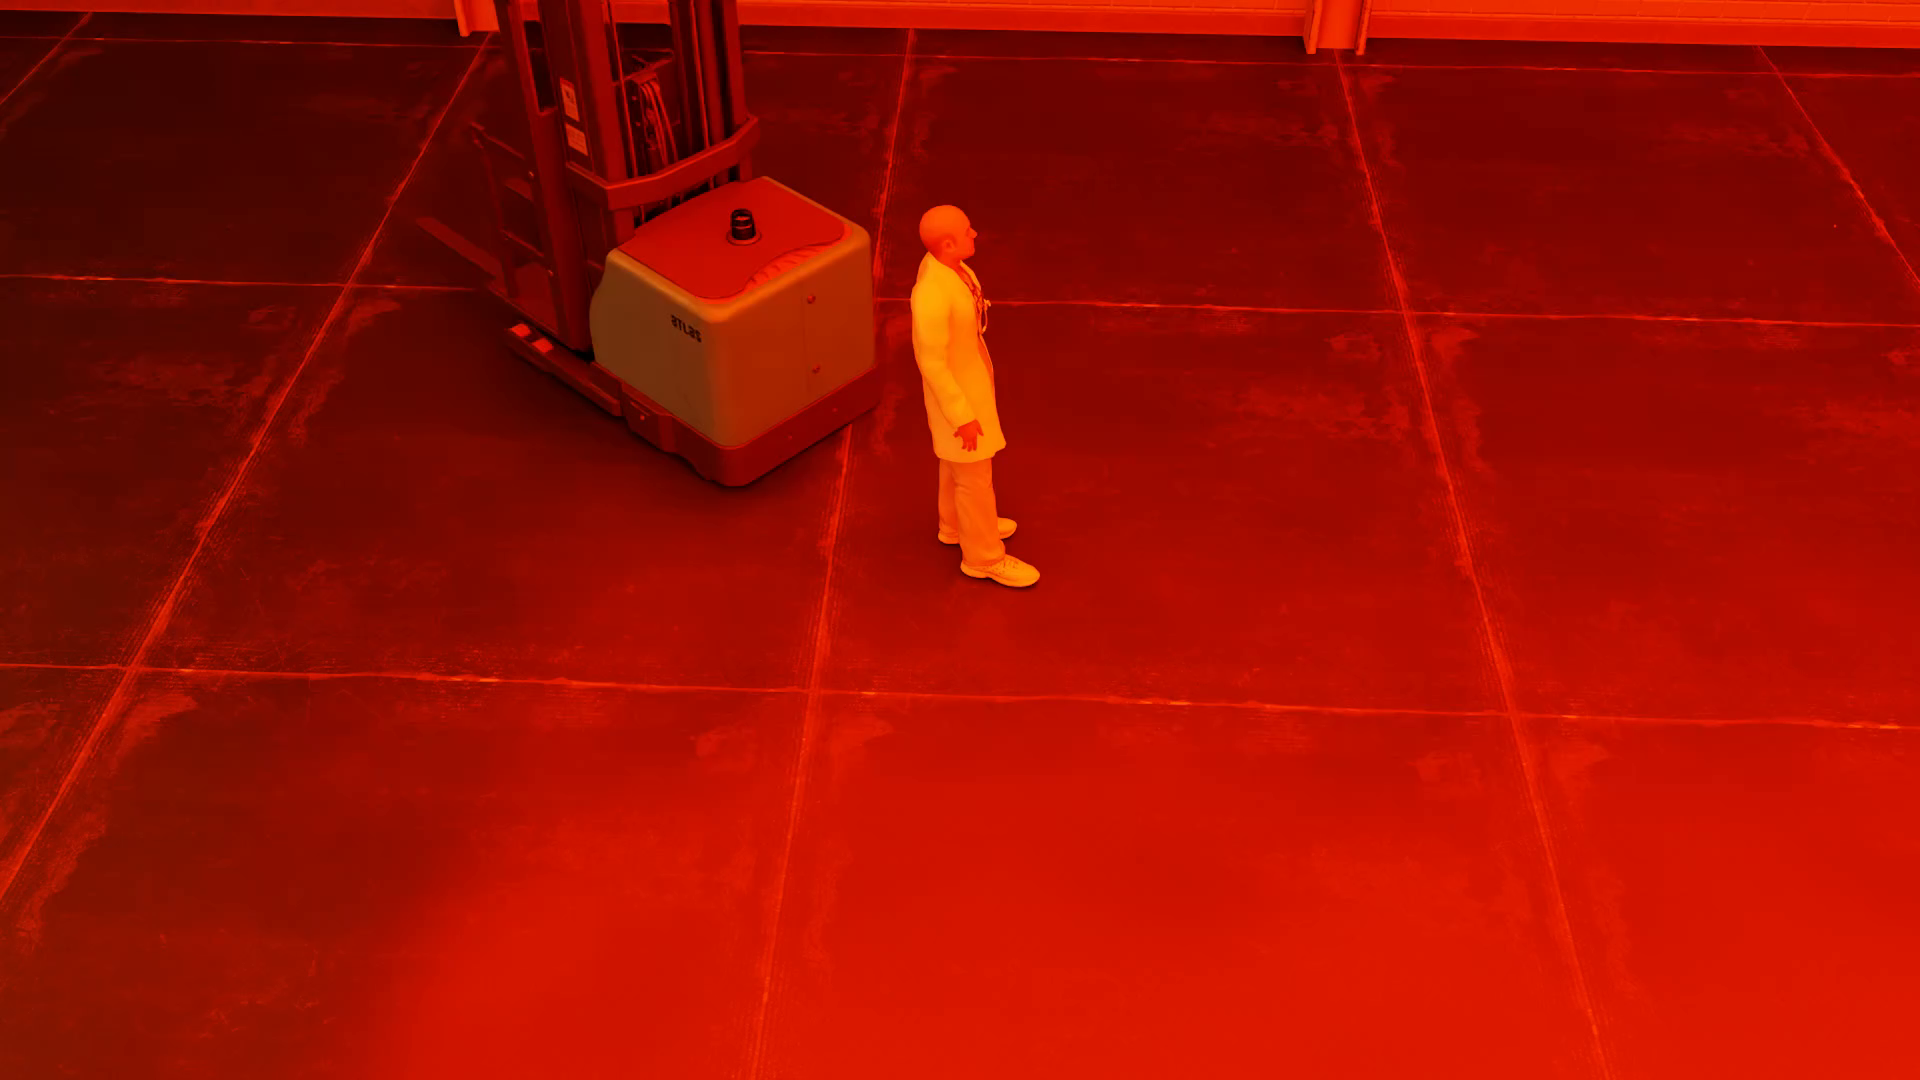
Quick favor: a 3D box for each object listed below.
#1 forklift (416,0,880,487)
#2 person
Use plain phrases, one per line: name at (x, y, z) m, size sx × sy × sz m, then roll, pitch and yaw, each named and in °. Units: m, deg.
forklift at (-1.825, -2.220, 8.174) m, size 3.031 × 2.935 × 1.130 m, roll 33°, pitch 52°, yaw 31°
person at (0.090, -0.656, 7.306) m, size 0.580 × 1.776 × 0.698 m, roll 2°, pitch 42°, yaw 2°
